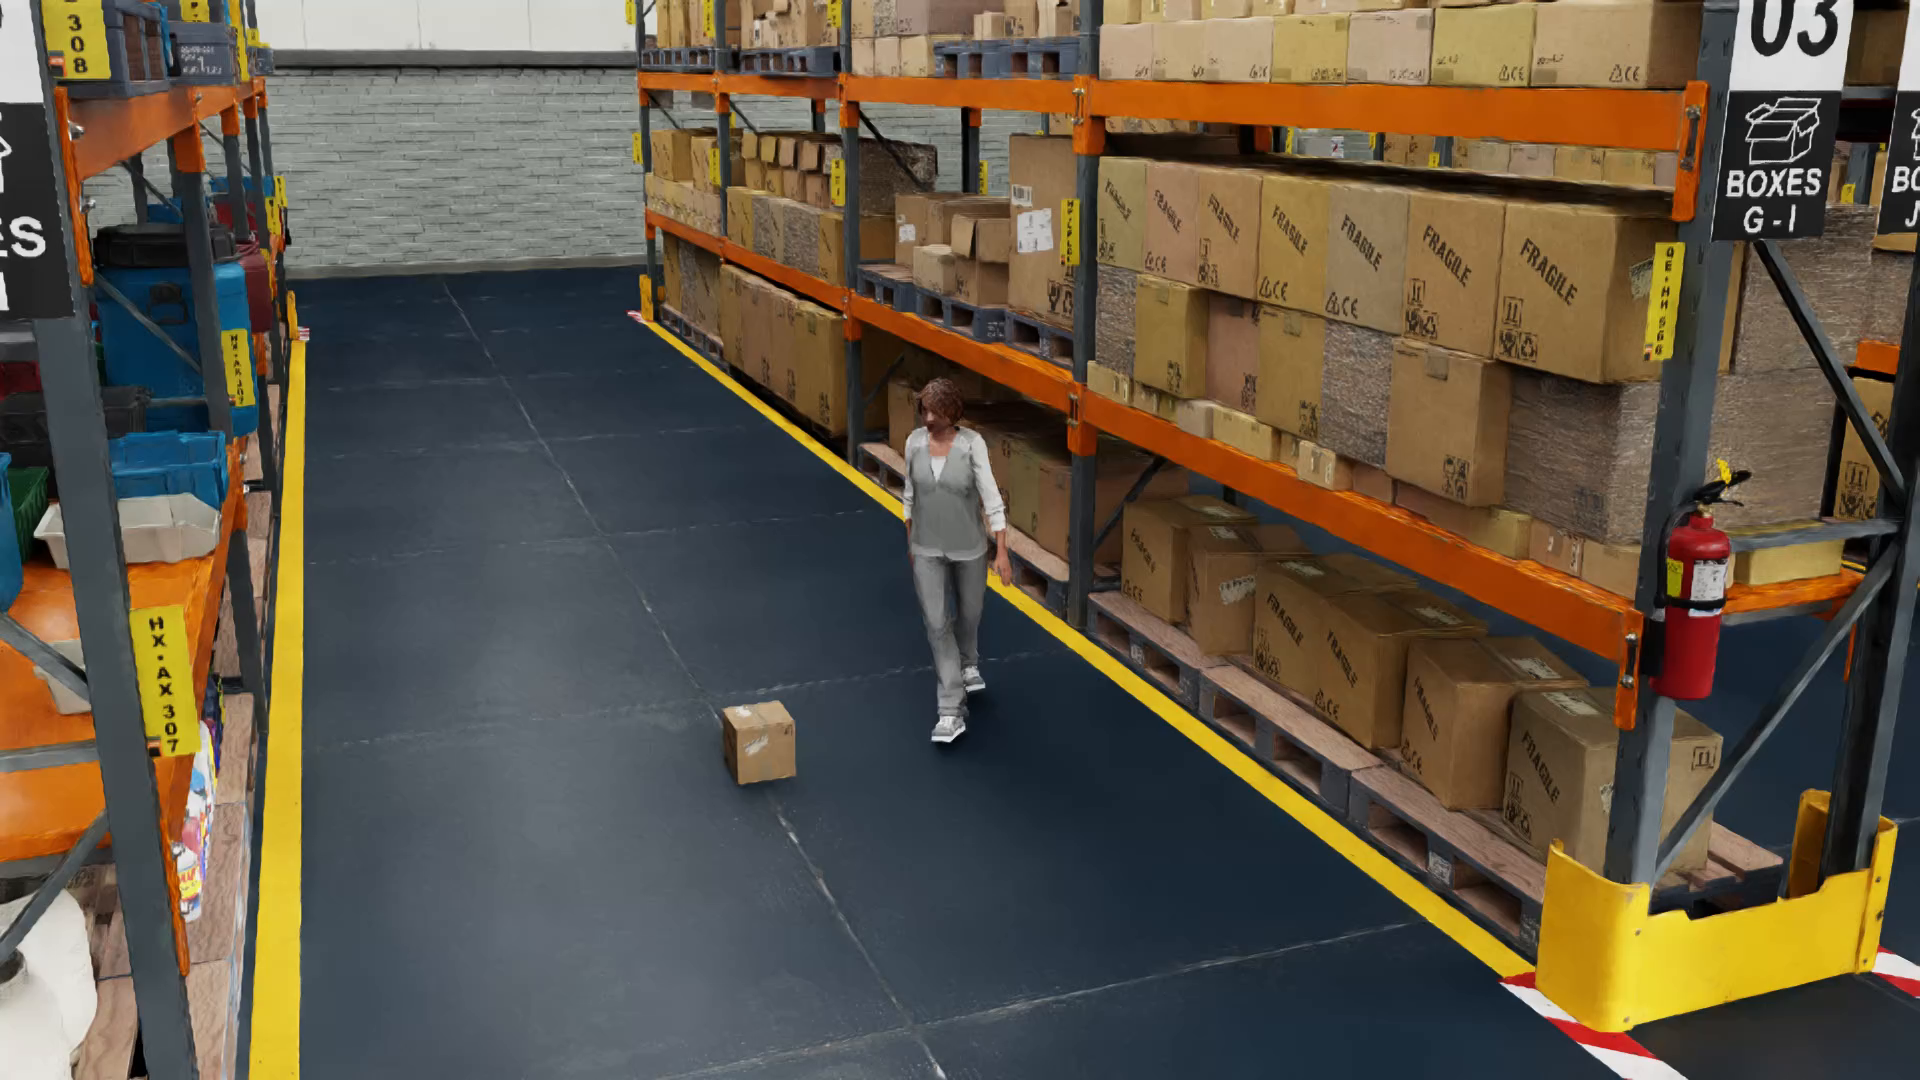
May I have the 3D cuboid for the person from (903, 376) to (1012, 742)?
[{"bbox_3d":[-5.113,-4.058,13.724,28.449,5.979,13.928,2,16,7],"label":"person"}]
